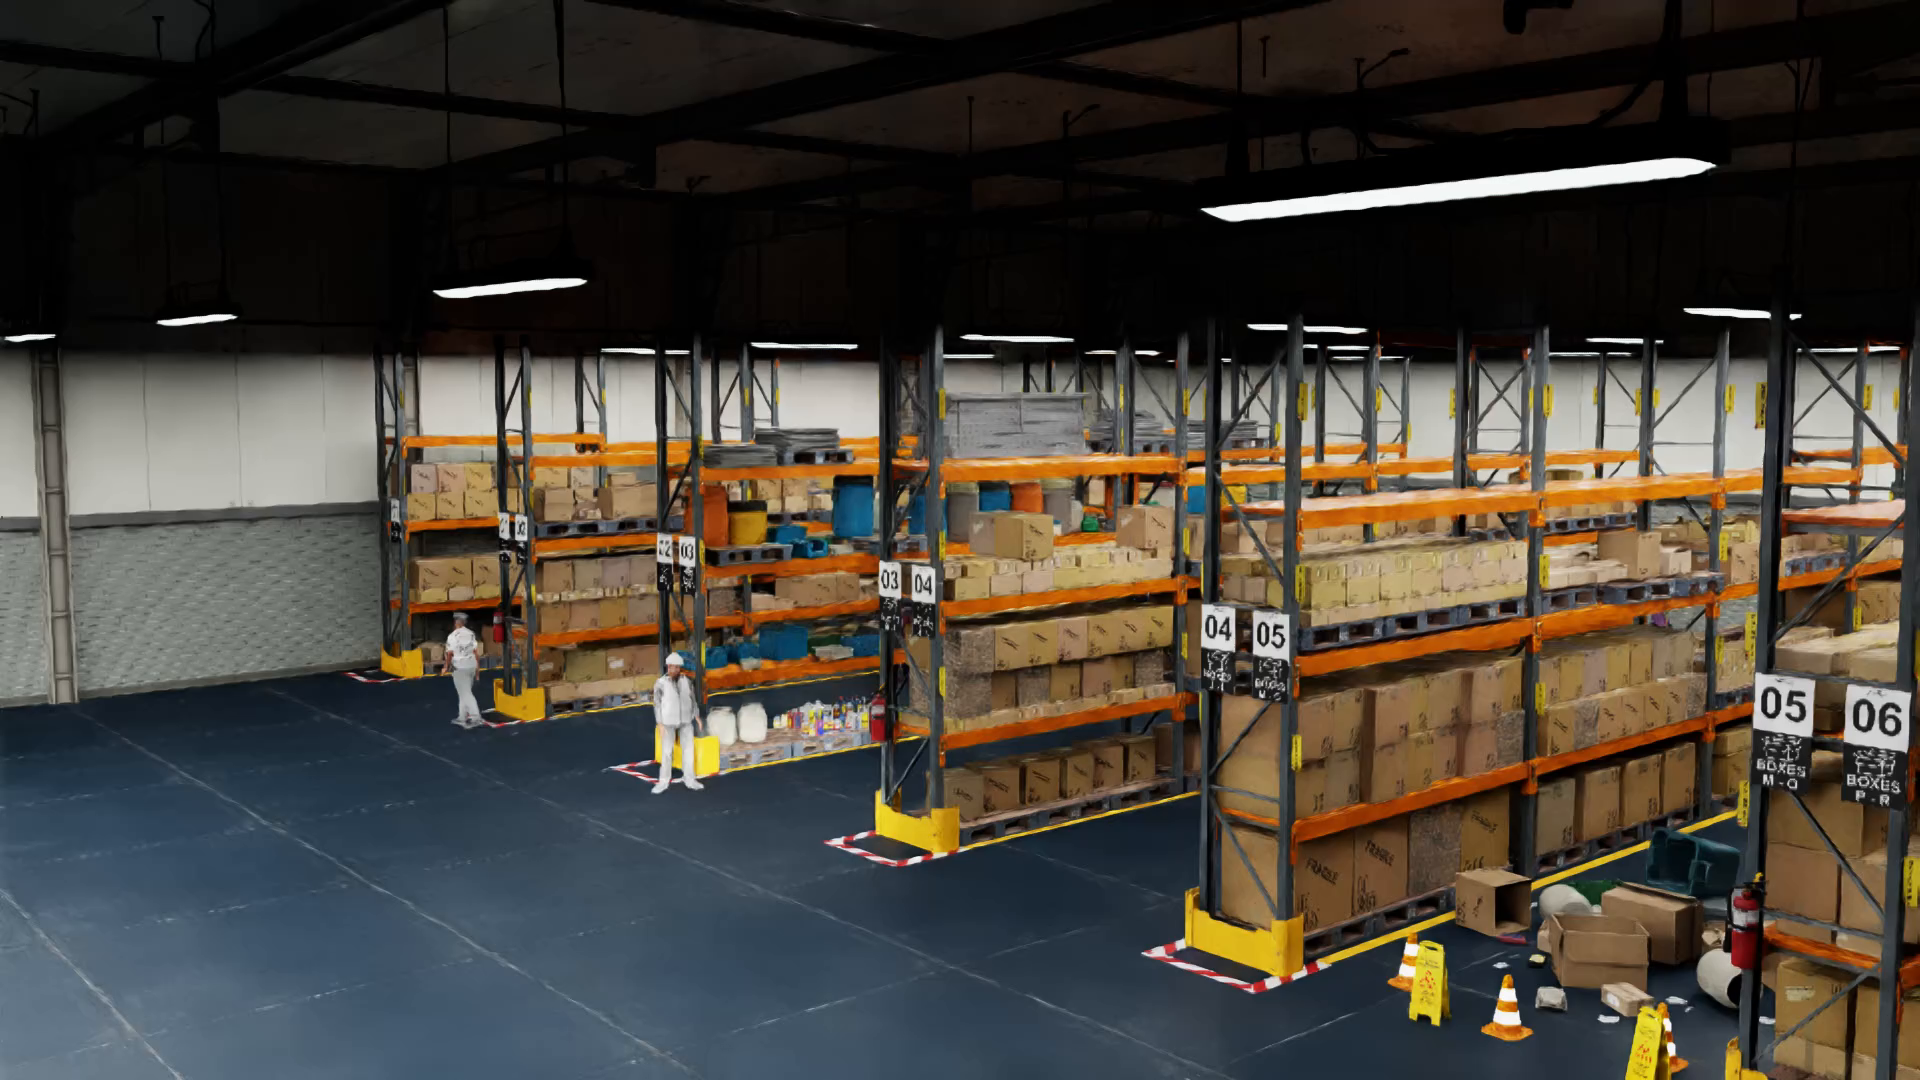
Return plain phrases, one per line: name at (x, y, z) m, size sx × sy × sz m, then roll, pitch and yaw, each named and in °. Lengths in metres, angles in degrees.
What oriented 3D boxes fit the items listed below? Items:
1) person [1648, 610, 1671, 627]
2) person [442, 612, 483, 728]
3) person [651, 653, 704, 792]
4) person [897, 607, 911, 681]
person at (13.218, 1.547, 31.269) m, size 0.866 × 1.531 × 0.461 m, roll -2°, pitch 6°, yaw -19°
person at (-7.591, 1.986, 25.430) m, size 0.721 × 1.732 × 0.570 m, roll 2°, pitch 6°, yaw 21°
person at (-3.629, 2.327, 21.291) m, size 0.688 × 1.778 × 0.385 m, roll -3°, pitch 6°, yaw -30°
person at (-1.003, 1.645, 29.536) m, size 0.424 × 1.651 × 0.526 m, roll 2°, pitch 5°, yaw 18°
